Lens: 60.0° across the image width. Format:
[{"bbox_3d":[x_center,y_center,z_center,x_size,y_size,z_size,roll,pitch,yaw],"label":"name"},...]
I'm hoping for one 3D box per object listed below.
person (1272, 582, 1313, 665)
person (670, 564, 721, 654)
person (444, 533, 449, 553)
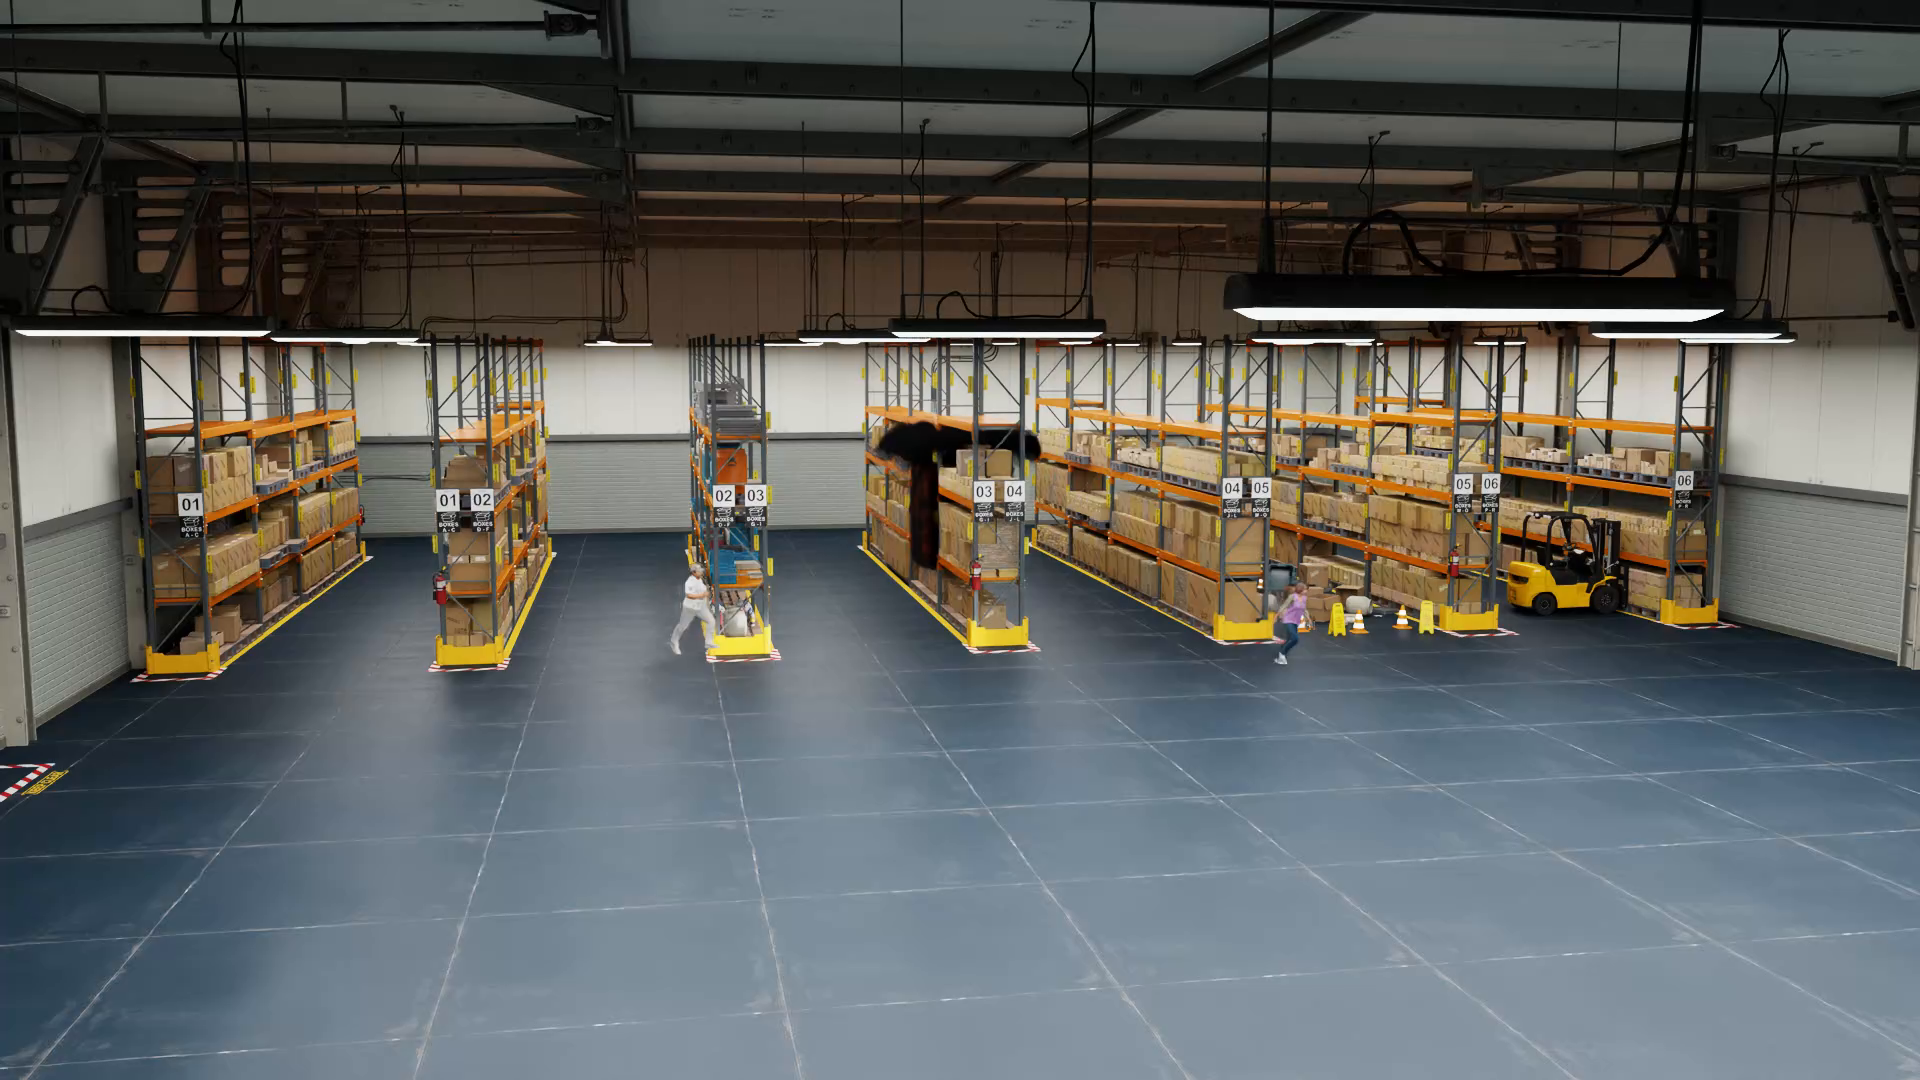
[{"bbox_3d":[6.038,1.514,30.100,0.508,1.531,0.692,-5,8,-38],"label":"person"},{"bbox_3d":[-4.856,1.265,30.254,0.982,1.671,0.593,3,7,28],"label":"person"},{"bbox_3d":[-12.693,0.205,41.788,0.523,1.491,0.708,-3,7,-21],"label":"person"}]
